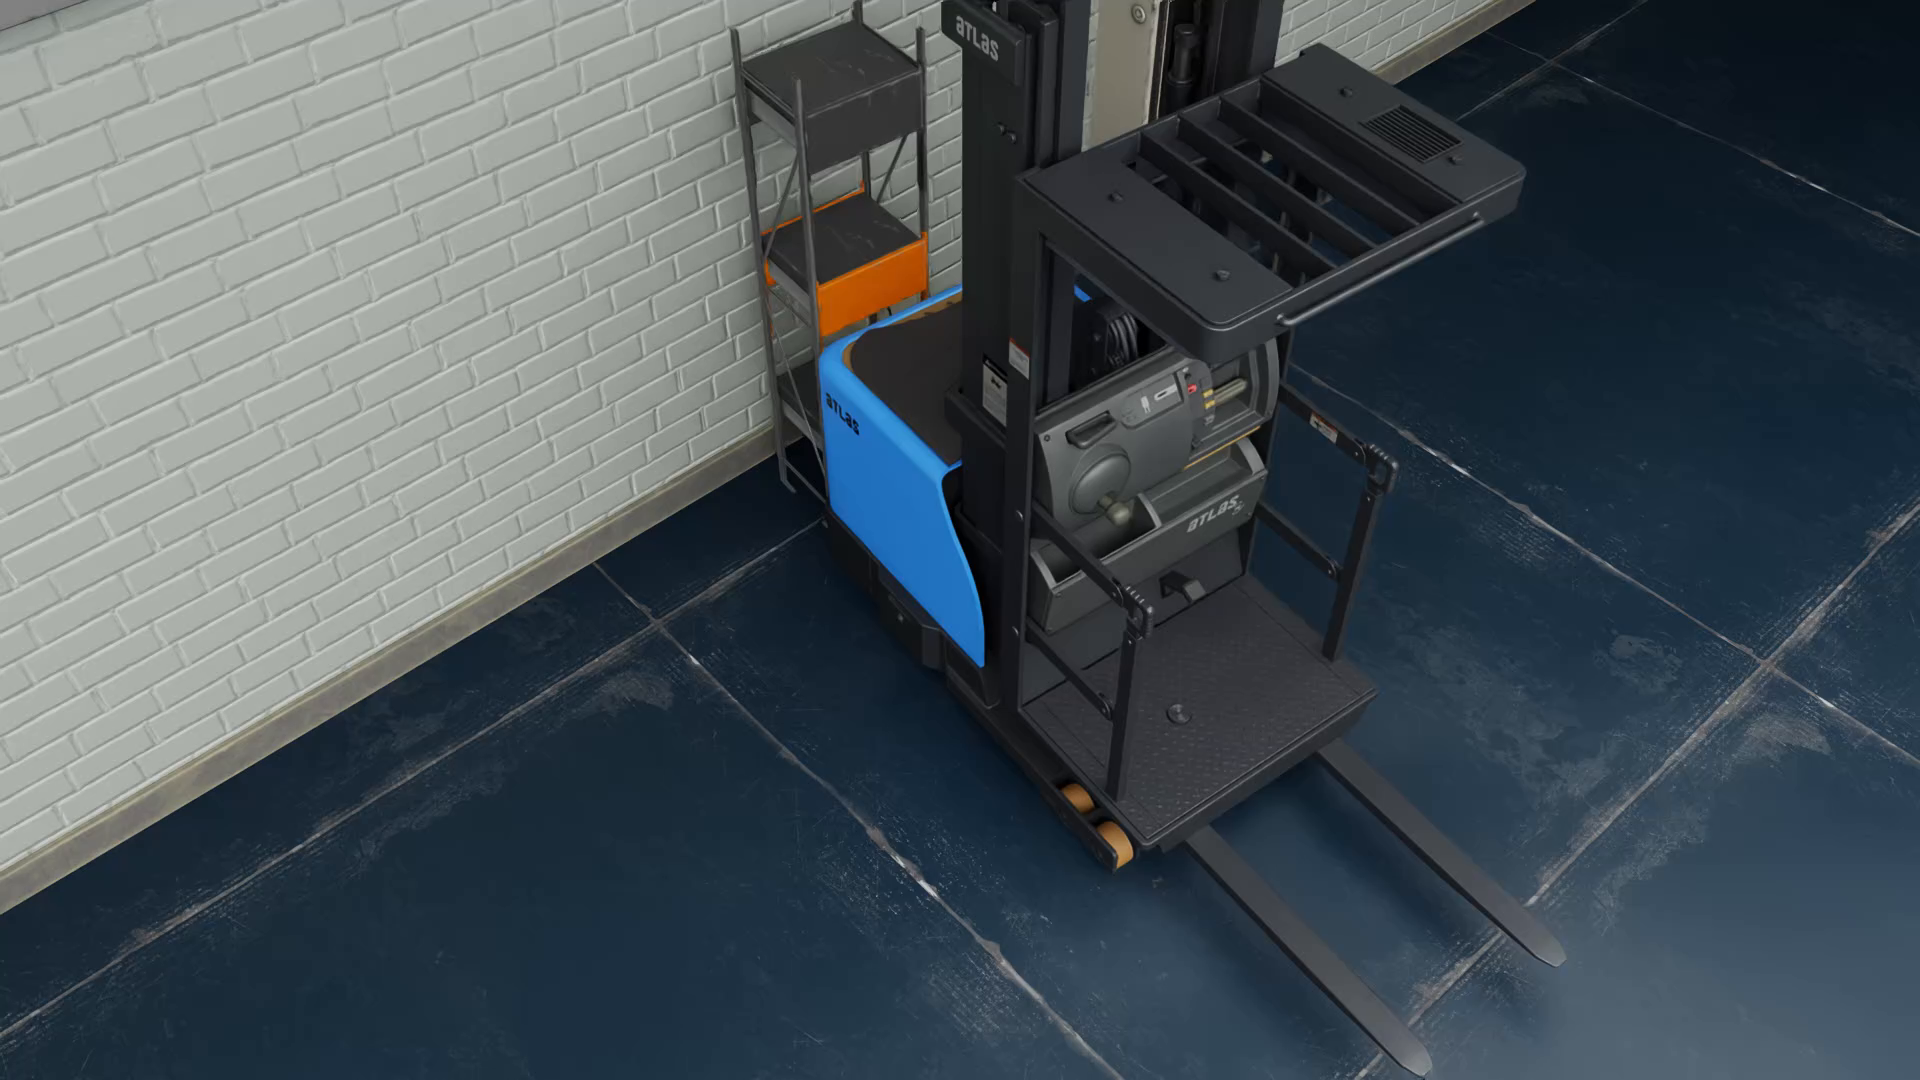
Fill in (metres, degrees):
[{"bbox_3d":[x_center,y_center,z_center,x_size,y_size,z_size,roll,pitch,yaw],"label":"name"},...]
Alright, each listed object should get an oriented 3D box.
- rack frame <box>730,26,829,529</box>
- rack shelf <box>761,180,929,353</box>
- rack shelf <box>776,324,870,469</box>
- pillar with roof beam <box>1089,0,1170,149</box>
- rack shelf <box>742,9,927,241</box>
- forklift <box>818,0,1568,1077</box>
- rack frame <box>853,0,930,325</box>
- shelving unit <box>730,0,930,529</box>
[{"bbox_3d":[-0.628,-0.850,6.106,0.015,2.100,0.400,-29,54,-24],"label":"rack frame"},{"bbox_3d":[-0.433,-0.949,6.215,0.480,0.518,0.431,-29,54,-24],"label":"rack shelf"},{"bbox_3d":[-0.433,-0.474,6.730,0.480,0.518,0.431,-29,54,-24],"label":"rack shelf"},{"bbox_3d":[3.723,-2.043,2.512,0.400,9.000,9.100,-34,56,-27],"label":"pillar with roof beam"},{"bbox_3d":[-0.433,-1.423,5.701,0.480,0.518,0.431,-29,54,-24],"label":"rack shelf"},{"bbox_3d":[0.753,-0.280,5.014,1.130,2.935,3.031,-28,53,-24],"label":"forklift"},{"bbox_3d":[-0.239,-1.066,6.305,0.015,2.100,0.400,-29,54,-24],"label":"rack frame"},{"bbox_3d":[-0.433,-0.958,6.205,0.503,2.100,0.431,-29,54,-24],"label":"shelving unit"}]
